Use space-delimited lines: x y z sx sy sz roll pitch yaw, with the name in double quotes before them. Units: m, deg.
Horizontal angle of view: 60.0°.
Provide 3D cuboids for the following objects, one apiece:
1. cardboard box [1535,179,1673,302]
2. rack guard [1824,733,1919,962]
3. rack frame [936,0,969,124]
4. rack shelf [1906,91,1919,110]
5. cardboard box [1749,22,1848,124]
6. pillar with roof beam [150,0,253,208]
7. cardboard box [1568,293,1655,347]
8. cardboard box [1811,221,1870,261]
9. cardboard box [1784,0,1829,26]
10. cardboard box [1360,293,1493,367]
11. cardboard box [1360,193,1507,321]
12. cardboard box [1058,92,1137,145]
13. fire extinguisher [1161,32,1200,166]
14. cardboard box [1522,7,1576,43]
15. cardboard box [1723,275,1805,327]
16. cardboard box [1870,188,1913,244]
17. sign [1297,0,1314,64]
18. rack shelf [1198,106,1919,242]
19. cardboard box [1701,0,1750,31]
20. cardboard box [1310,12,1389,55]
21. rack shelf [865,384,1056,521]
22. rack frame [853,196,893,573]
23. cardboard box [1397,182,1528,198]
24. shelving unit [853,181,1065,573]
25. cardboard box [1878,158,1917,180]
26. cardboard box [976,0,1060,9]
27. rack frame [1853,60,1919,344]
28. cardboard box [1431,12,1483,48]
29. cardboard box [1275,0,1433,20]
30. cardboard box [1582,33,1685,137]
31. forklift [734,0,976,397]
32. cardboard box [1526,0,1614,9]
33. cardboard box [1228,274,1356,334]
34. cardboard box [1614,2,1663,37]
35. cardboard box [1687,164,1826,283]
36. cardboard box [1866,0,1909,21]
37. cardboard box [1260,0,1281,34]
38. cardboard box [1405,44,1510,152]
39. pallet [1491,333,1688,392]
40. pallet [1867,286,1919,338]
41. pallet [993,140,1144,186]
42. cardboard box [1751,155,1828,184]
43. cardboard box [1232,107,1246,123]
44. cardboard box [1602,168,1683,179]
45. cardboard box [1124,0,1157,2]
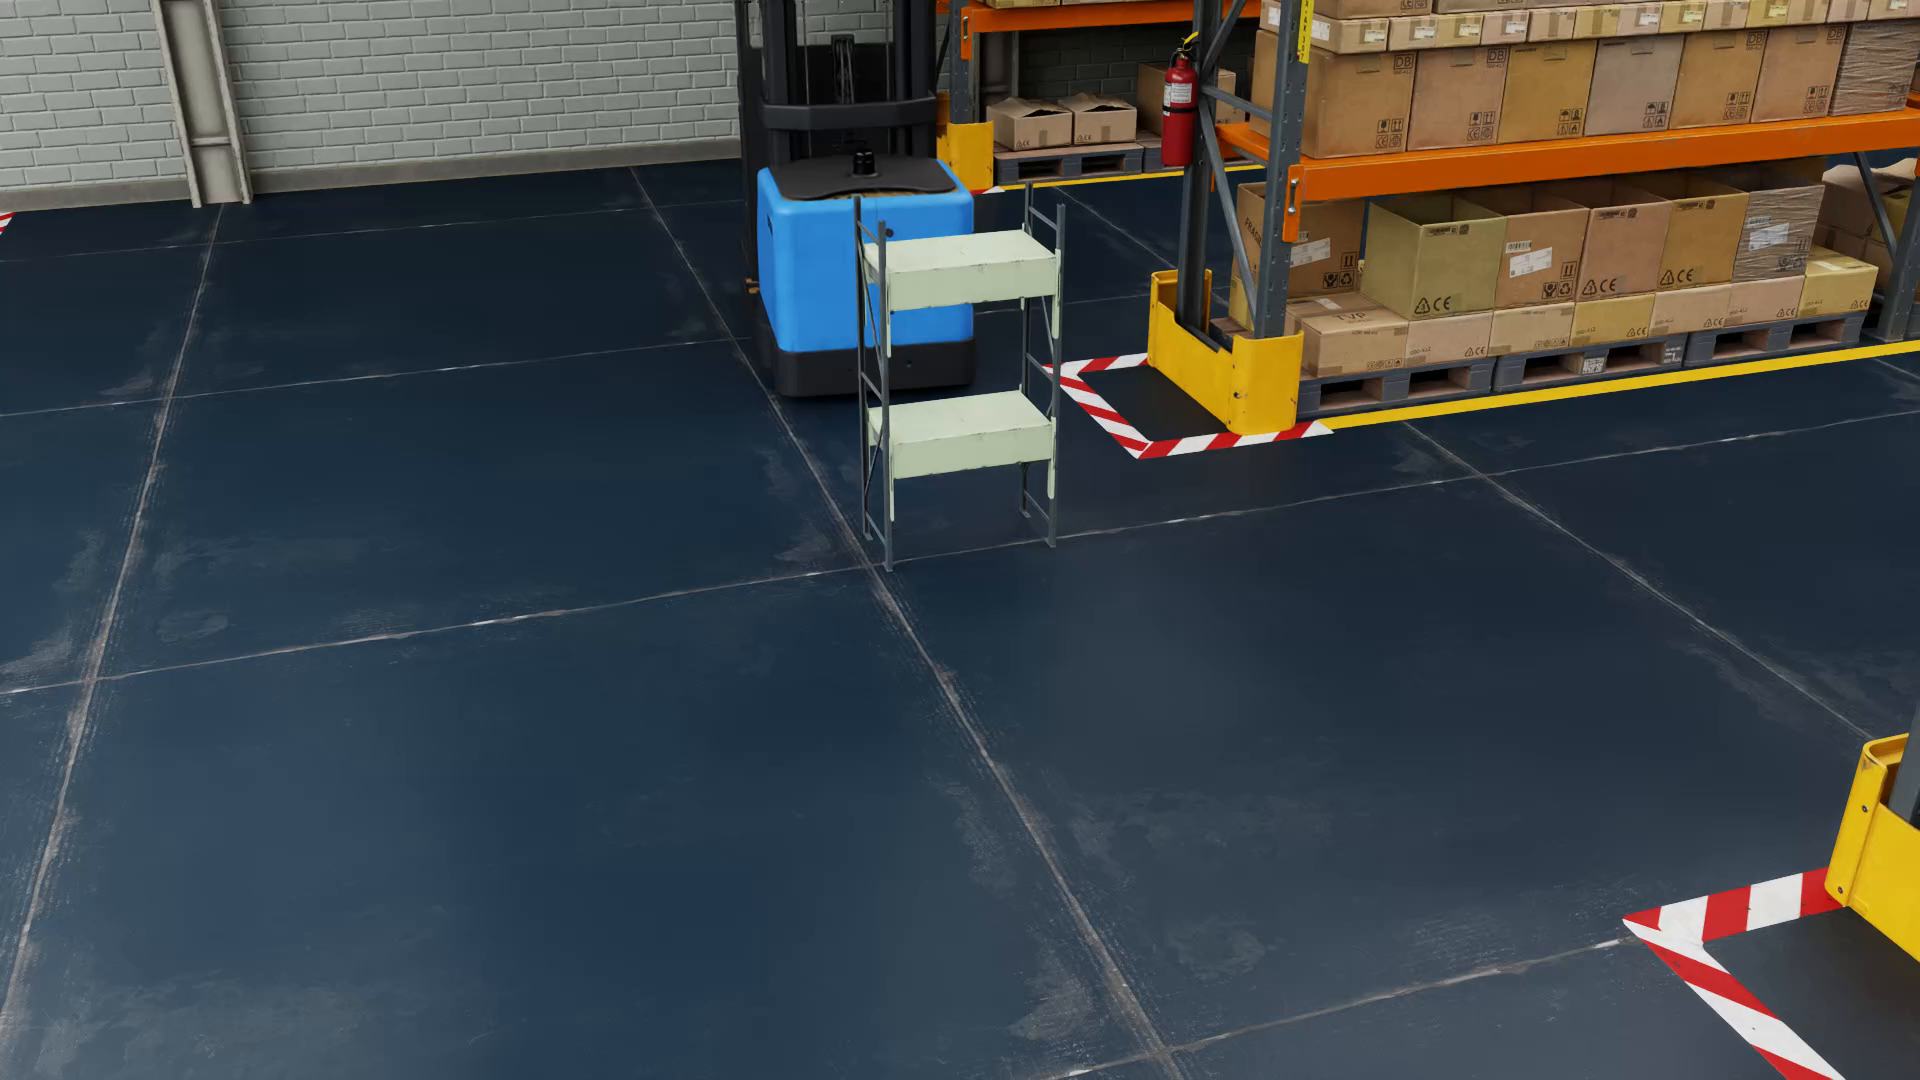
"cardboard box" 3.396 -1.608 8.893 0.500 0.500 0.500 -8 28 -16
"rack guard" 2.978 1.054 4.566 0.348 0.500 1.175 -8 28 -16
"rack frame" -0.147 -4.224 12.386 0.127 3.000 1.000 -8 28 -16
"rack shelf" 7.095 -2.635 9.992 4.000 0.370 1.077 -8 28 -16
"cardboard box" 4.274 -2.587 8.975 0.500 0.500 0.700 -9 28 -17
"pillar with roof beam" -4.122 -4.727 6.652 0.400 9.000 9.100 -8 28 -16
"cardboard box" 3.396 -1.273 9.060 0.500 0.250 0.500 -8 28 -16
"cardboard box" 5.498 -1.818 10.158 0.500 0.250 0.500 -9 28 -17
"cardboard box" 4.268 -2.782 8.638 0.250 0.149 0.380 -8 28 -16
"cardboard box" 2.443 -1.137 8.787 0.500 0.250 0.500 -8 28 -16
"cardboard box" 2.444 -1.472 8.619 0.500 0.500 0.500 -8 28 -16
"cardboard box" 1.080 -3.353 13.160 0.500 0.311 0.500 -6 27 -12
"fire extinguisher" 1.134 -2.276 8.548 0.183 0.674 0.296 -8 28 -16
"cardboard box" 2.811 -2.572 8.215 0.250 0.149 0.380 -9 28 -18
"cardboard box" 4.342 -1.417 9.351 0.500 0.250 0.500 -8 28 -16
"cardboard box" 5.664 -1.841 9.574 0.500 0.311 0.500 -8 28 -16
"sign" 1.556 -2.318 7.484 0.005 0.325 0.100 -8 28 -16
"rack shelf" 3.292 -2.084 8.883 4.000 0.370 1.077 -8 28 -16
"cardboard box" 3.793 -2.714 8.502 0.250 0.149 0.380 -7 27 -15
"cardboard box" 1.830 -2.429 7.927 0.250 0.149 0.380 -8 28 -16
"rack shelf" -0.006 -0.379 7.060 0.720 0.370 0.431 -8 28 -16
"rack frame" -0.354 -0.620 6.813 0.023 1.500 0.400 -8 28 -16
"cardboard box" 2.754 -1.767 9.212 0.500 0.500 0.500 -8 28 -16
"shelving unit" -0.006 -0.671 6.915 0.755 1.500 0.431 -8 28 -16
"cardboard box" 5.983 -2.140 10.177 0.500 0.311 0.500 -7 27 -15
"cardboard box" 0.415 -4.099 12.280 0.500 0.250 0.500 -9 28 -18
"rack frame" 5.194 -2.681 9.278 0.127 3.000 1.000 -8 28 -16
"cardboard box" 2.318 -2.500 8.071 0.250 0.149 0.380 -8 28 -16
"cardboard box" 1.888 -2.823 7.991 0.500 0.500 0.700 -8 28 -16
"cardboard box" 3.309 -2.449 8.696 0.500 0.500 0.700 -7 27 -15
"forklift" -0.722 -2.683 9.357 1.130 2.935 3.031 -5 27 -11
"cardboard box" 2.866 -2.967 8.282 0.500 0.500 0.700 -8 28 -16
"cardboard box" 1.809 -1.286 9.087 0.500 0.250 0.500 -8 28 -16
"cardboard box" 3.292 -2.640 8.353 0.250 0.149 0.380 -8 27 -16
"cardboard box" 4.341 -1.754 9.185 0.500 0.500 0.500 -8 28 -16
"cardboard box" 4.766 -2.855 8.786 0.250 0.149 0.380 -9 28 -17
"cardboard box" 1.694 -2.599 8.270 0.250 0.149 0.380 -9 28 -17
"cardboard box" 2.336 -2.309 8.414 0.500 0.500 0.700 -8 27 -15
"pallet" 3.262 -1.171 9.371 1.213 0.211 1.003 -8 28 -16
"pallet" 5.882 -1.550 10.135 1.213 0.211 1.003 -8 28 -16
"pallet" 0.708 -3.083 13.222 1.213 0.211 1.003 -8 28 -16
"cardboard box" 4.656 -2.042 9.767 0.500 0.500 0.500 -8 28 -16
"cardboard box" 2.129 -3.484 13.605 0.250 0.149 0.380 -11 28 -20
"cardboard box" 3.705 -1.905 9.490 0.500 0.500 0.500 -8 28 -16
"cardboard box" 1.390 -4.244 12.572 0.500 0.250 0.500 -9 28 -17
